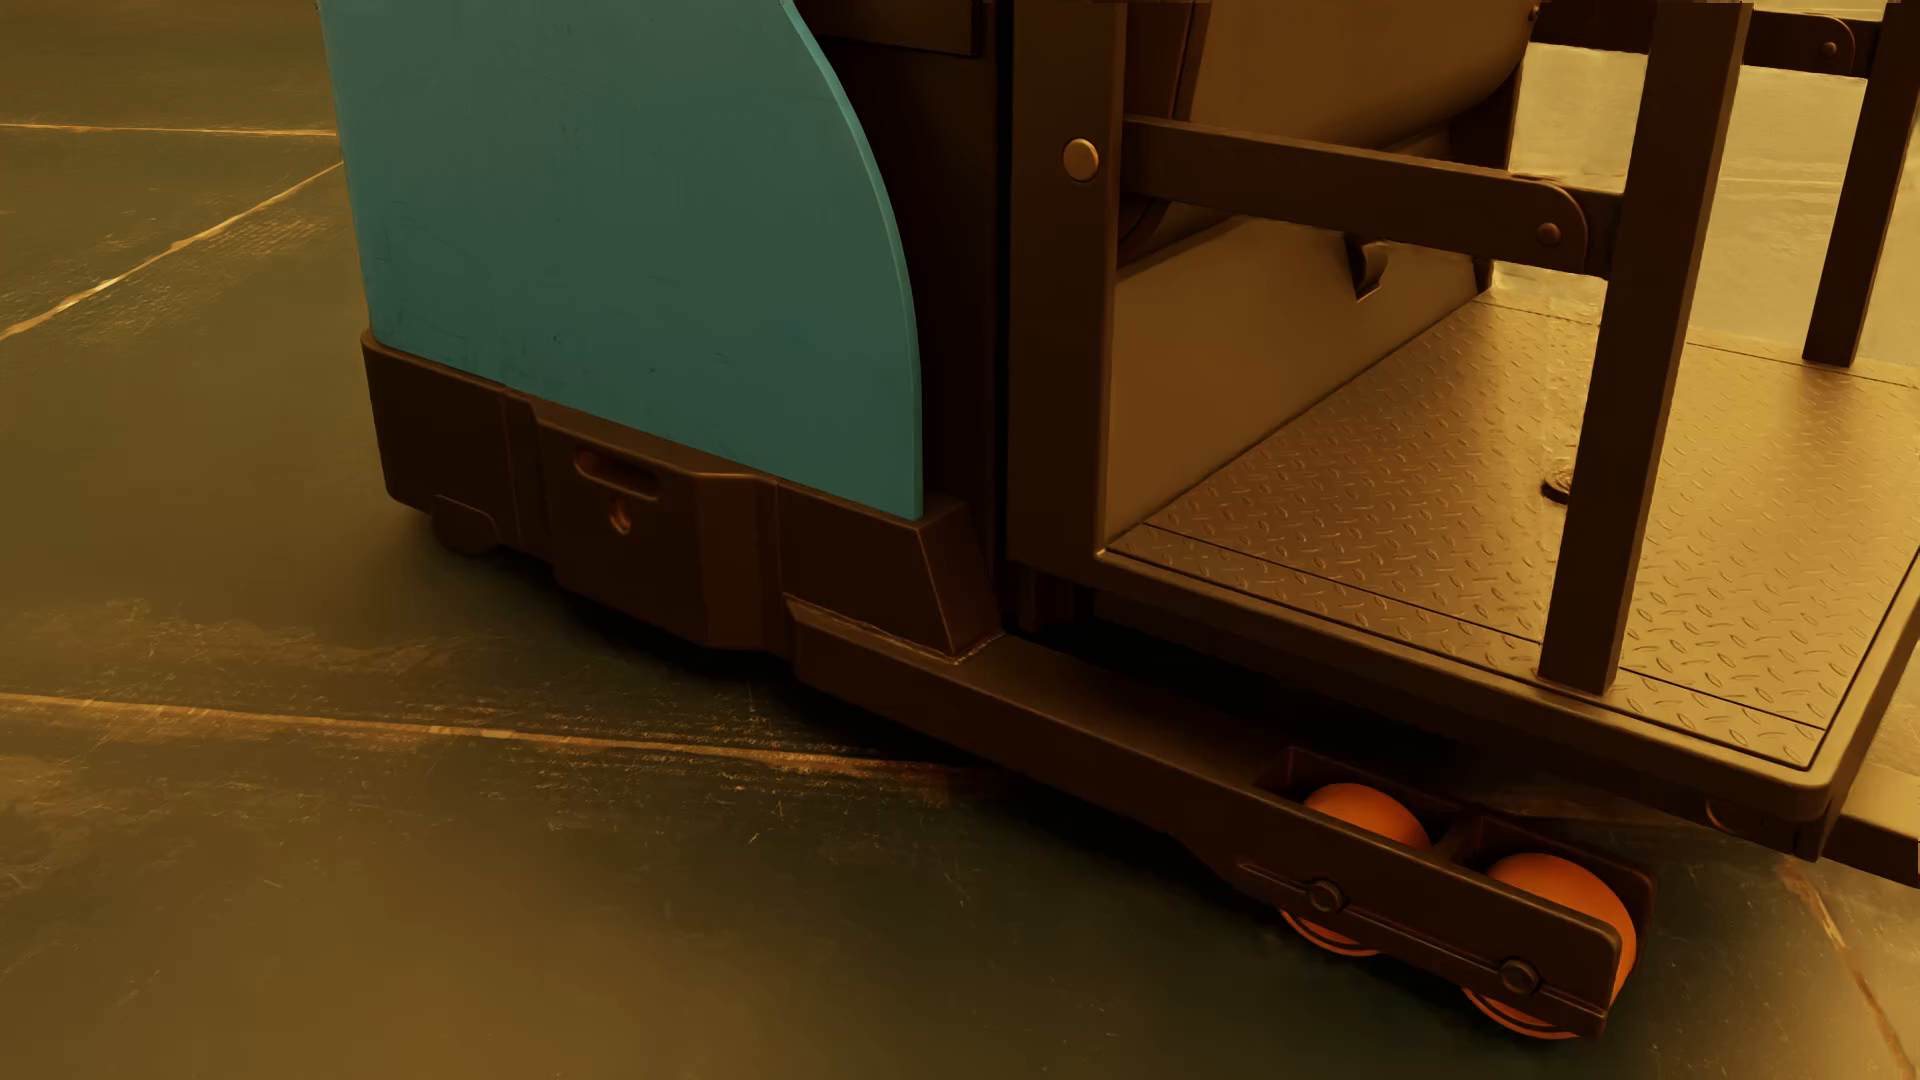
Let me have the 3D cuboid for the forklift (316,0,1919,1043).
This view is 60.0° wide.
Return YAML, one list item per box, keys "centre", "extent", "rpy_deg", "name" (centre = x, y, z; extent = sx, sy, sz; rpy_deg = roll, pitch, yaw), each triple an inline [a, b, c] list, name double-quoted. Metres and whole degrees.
- centre: [0.618, -1.115, 1.451]
  extent: [3.031, 2.935, 1.130]
  rpy_deg: [18, 32, 32]
  name: "forklift"
